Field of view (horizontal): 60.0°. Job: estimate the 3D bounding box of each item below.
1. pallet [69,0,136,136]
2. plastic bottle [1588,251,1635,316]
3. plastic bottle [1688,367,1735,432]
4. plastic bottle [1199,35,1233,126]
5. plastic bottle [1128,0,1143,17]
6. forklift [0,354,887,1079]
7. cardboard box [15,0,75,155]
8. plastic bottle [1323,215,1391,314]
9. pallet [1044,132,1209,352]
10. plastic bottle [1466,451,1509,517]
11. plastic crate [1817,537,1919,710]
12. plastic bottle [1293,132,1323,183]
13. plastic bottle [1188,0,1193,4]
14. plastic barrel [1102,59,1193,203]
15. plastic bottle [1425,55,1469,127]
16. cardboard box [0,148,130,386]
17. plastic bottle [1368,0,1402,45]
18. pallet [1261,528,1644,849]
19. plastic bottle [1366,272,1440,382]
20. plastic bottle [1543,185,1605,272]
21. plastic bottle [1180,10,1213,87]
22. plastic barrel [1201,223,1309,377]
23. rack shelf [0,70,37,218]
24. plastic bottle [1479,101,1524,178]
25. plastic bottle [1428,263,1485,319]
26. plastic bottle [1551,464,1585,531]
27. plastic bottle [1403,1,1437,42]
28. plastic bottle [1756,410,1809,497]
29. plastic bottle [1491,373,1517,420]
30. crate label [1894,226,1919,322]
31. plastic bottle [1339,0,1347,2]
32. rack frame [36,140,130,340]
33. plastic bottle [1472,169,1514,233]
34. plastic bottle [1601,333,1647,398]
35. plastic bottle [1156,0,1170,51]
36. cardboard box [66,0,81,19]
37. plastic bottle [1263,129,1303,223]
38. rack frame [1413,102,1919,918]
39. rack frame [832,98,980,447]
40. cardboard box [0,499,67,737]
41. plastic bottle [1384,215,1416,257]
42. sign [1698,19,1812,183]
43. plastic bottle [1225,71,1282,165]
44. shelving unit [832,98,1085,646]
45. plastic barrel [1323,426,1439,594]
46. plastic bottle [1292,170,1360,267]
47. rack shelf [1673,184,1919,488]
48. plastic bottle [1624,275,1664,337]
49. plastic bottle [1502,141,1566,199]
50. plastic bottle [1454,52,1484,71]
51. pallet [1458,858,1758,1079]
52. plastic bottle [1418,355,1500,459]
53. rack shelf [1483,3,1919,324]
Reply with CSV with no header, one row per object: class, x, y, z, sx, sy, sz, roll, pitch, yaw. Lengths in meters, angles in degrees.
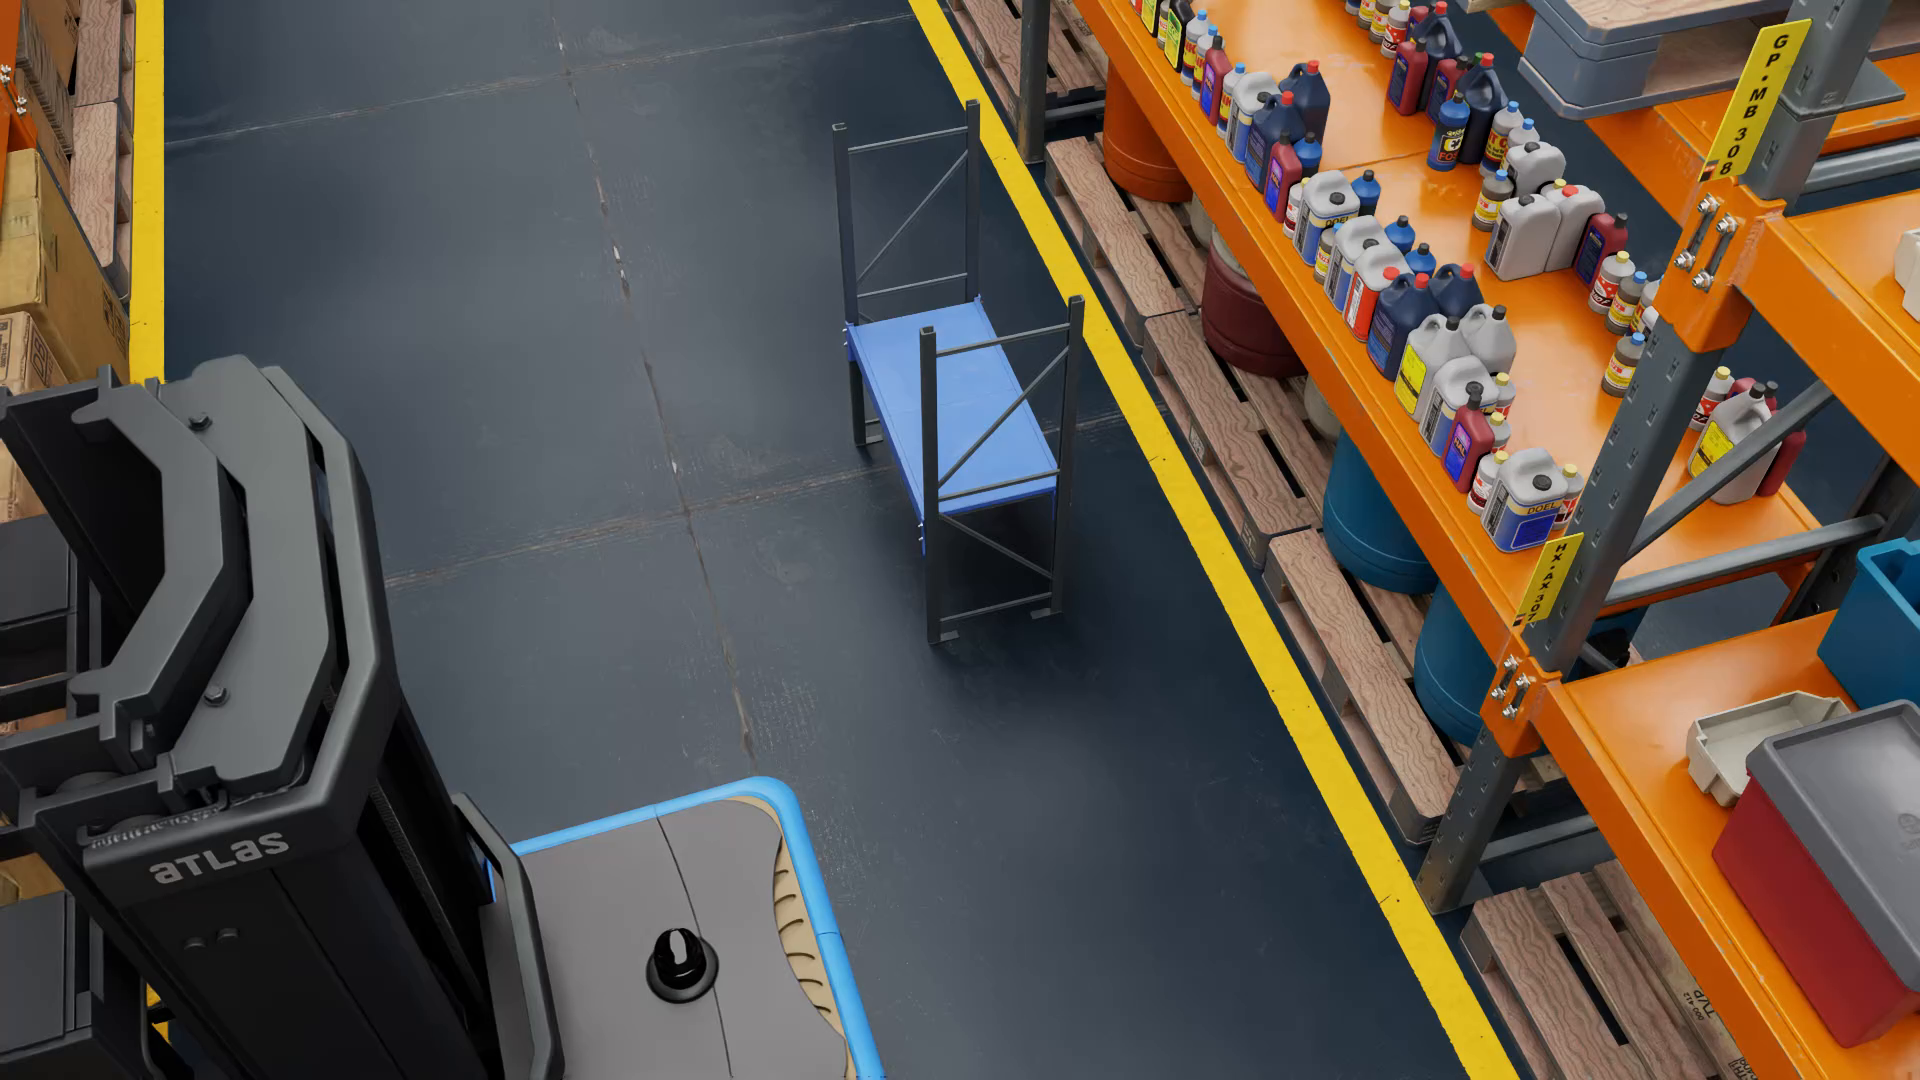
pallet,-4.555,-2.298,8.049,1.003,0.211,1.213,-13,51,-11
plastic bottle,1.999,-0.795,5.088,0.097,0.201,0.097,0,50,0
plastic bottle,2.154,-0.412,4.766,0.097,0.201,0.097,0,50,0
plastic bottle,0.880,-1.575,5.692,0.061,0.283,0.133,-13,51,-11
plastic bottle,0.719,-2.089,6.130,0.152,0.276,0.135,-13,51,-11
forklift,-1.716,1.059,3.440,3.031,2.935,1.130,-14,51,-12
cardboard box,-4.362,-1.959,7.287,0.700,0.500,0.500,-17,52,-14
plastic bottle,1.224,-0.843,5.080,0.152,0.276,0.135,-13,51,-11
pallet,1.036,-1.391,7.284,1.003,0.211,1.213,-13,51,-11
plastic bottle,1.460,-0.164,4.556,0.097,0.201,0.097,0,50,0
plastic crate,2.410,0.315,3.994,0.392,0.384,0.575,-13,51,-11
plastic bottle,1.113,-1.200,5.384,0.097,0.271,0.097,0,50,0
plastic bottle,0.833,-2.107,6.194,0.097,0.201,0.097,0,50,0
plastic barrel,0.924,-1.938,7.067,0.600,0.830,0.708,-13,51,-11
plastic bottle,1.664,-1.538,5.661,0.061,0.283,0.133,-13,51,-11
cardboard box,-3.784,-0.678,5.975,1.225,0.875,0.875,-15,52,-13
plastic bottle,1.548,-1.909,6.028,0.097,0.201,0.097,0,50,0
pallet,1.758,0.391,5.782,1.003,0.211,1.213,-13,51,-11
plastic bottle,1.307,-0.651,4.869,0.144,0.351,0.185,-13,51,-11
plastic bottle,1.899,-0.995,5.208,0.152,0.276,0.135,-13,51,-11
plastic bottle,0.835,-1.731,5.831,0.097,0.271,0.097,0,50,0
plastic barrel,1.258,-1.036,6.464,0.600,0.588,0.708,-13,51,-11
rack shelf,-3.377,-0.043,4.795,1.077,0.370,4.000,-13,51,-11
plastic bottle,1.794,-1.325,5.489,0.097,0.271,0.097,0,50,0
plastic bottle,1.445,-0.684,4.897,0.144,0.351,0.185,-13,51,-11
plastic bottle,1.634,-0.127,4.525,0.097,0.201,0.097,0,50,0
plastic bottle,1.628,-1.785,5.869,0.061,0.283,0.133,-13,51,-11
plastic bottle,2.245,-0.261,4.585,0.061,0.283,0.133,-13,51,-11
plastic bottle,1.526,-0.394,4.750,0.097,0.201,0.097,0,50,0
crate label,1.815,-0.394,2.830,0.293,0.136,0.466,-13,51,-11
plastic bottle,1.462,-2.123,6.208,0.097,0.201,0.097,0,50,0
rack frame,-3.968,-1.736,5.752,1.000,3.000,0.127,-13,51,-11
plastic bottle,1.717,-1.099,5.344,0.097,0.201,0.097,0,50,0
plastic bottle,1.951,-0.520,4.856,0.097,0.201,0.097,0,50,0
plastic bottle,0.767,-1.877,6.000,0.097,0.201,0.097,0,50,0
cardboard box,-4.701,-2.779,7.978,0.700,0.500,0.500,-17,52,-14
plastic bottle,1.043,-1.173,5.353,0.061,0.283,0.133,-13,51,-11
rack frame,1.946,0.066,4.233,1.000,3.000,0.127,-13,51,-11
rack frame,-0.176,-0.917,6.042,0.500,1.500,0.032,-13,51,-11
cardboard box,-3.259,0.620,4.881,1.225,0.875,0.875,-15,51,-12
plastic bottle,1.337,-0.883,5.117,0.097,0.271,0.097,0,50,0
sign,1.420,-0.781,2.979,0.100,0.325,0.005,-13,51,-11
plastic bottle,0.993,-1.414,5.561,0.152,0.276,0.135,-13,51,-11
shelving unit,-0.025,-0.546,5.729,0.538,1.500,1.048,-13,51,-11
plastic barrel,1.592,-0.312,5.649,0.600,0.901,0.708,-13,51,-11
plastic bottle,1.155,-1.012,5.222,0.152,0.276,0.135,-13,51,-11
rack shelf,2.538,0.791,2.130,1.077,0.370,4.000,-13,51,-11
plastic bottle,2.057,-0.675,4.942,0.097,0.271,0.097,0,50,0
plastic bottle,1.831,-1.164,5.351,0.152,0.276,0.135,-13,51,-11
plastic bottle,1.722,-1.552,5.673,0.061,0.283,0.133,-13,51,-11
pallet,2.201,1.493,4.854,1.003,0.211,1.213,-13,51,-11
plastic bottle,1.413,-0.376,4.686,0.152,0.276,0.135,-13,51,-11
rack shelf,1.355,-2.130,4.593,1.077,0.370,4.000,-13,51,-11
